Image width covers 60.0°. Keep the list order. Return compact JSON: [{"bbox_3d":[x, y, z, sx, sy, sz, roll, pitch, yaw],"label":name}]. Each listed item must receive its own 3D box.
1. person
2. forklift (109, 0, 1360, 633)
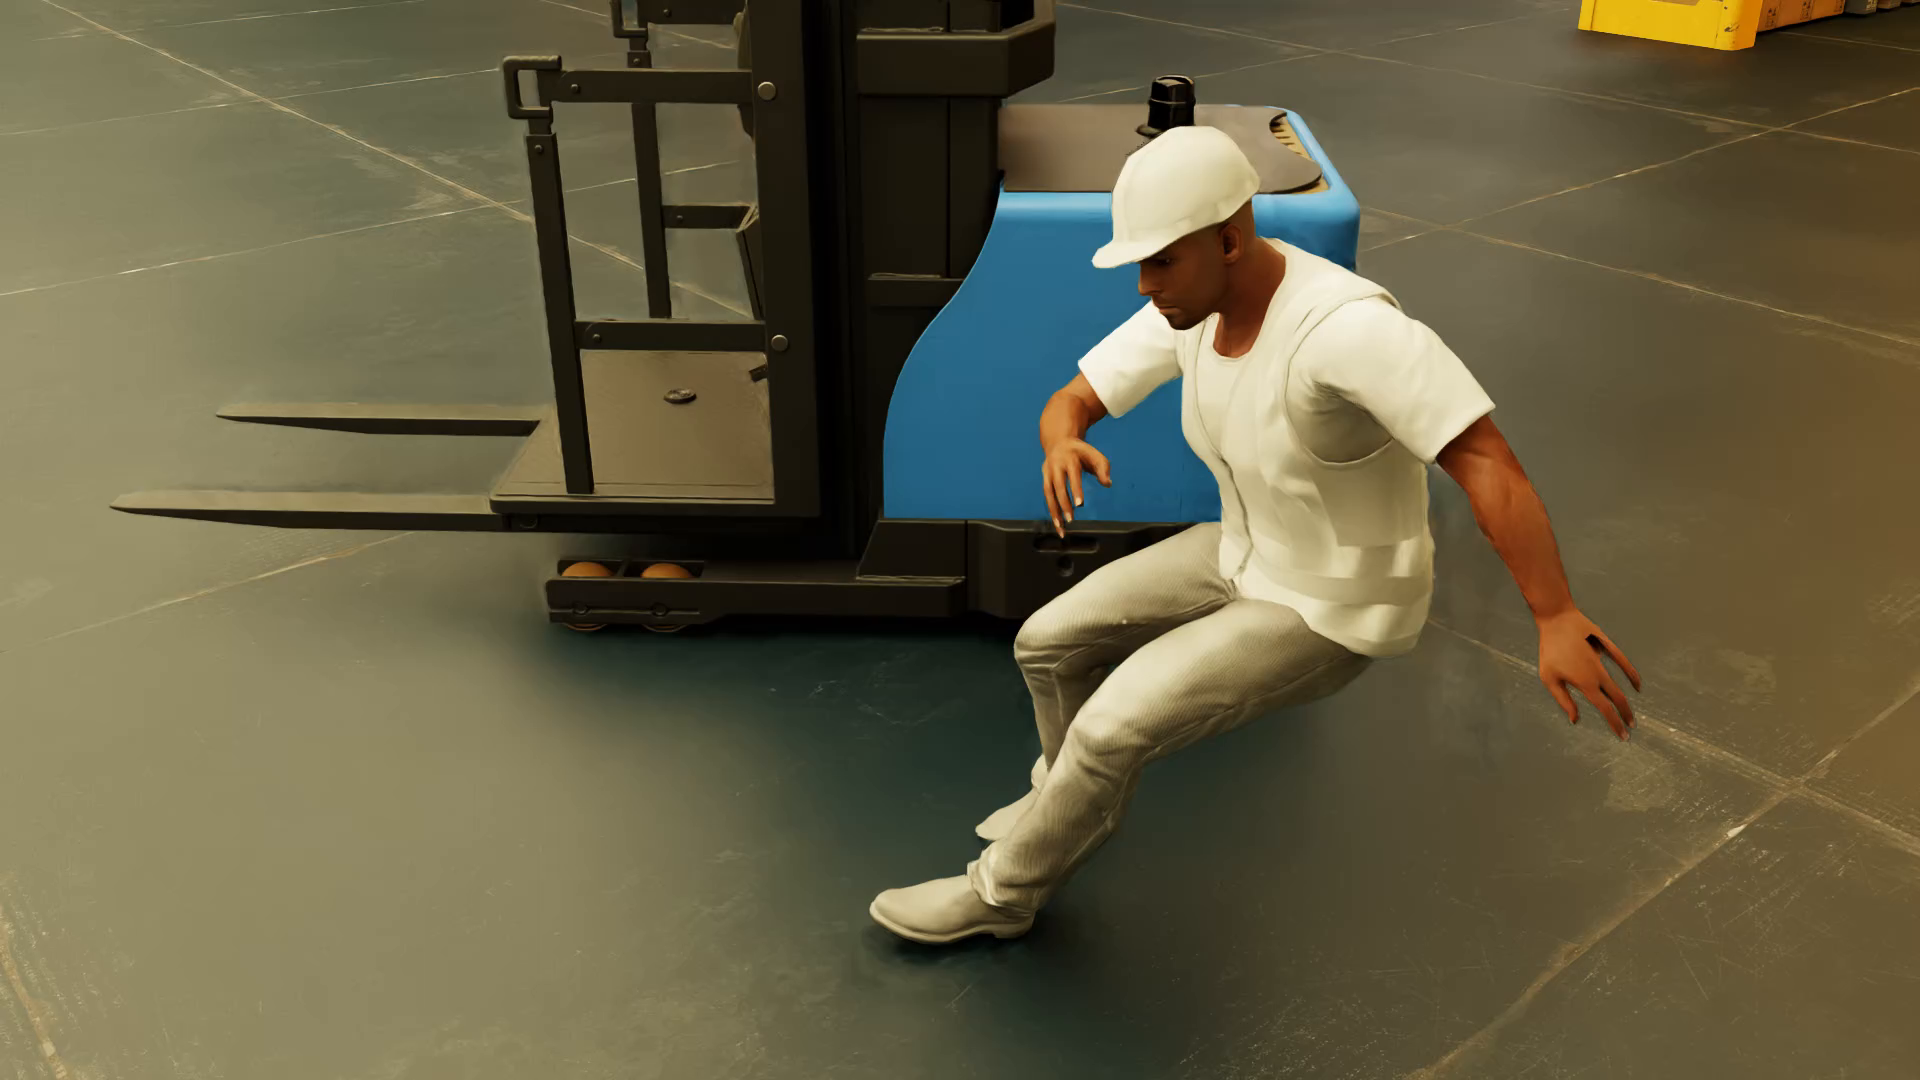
[{"bbox_3d":[0.365,0.127,2.673,0.960,1.487,1.050,-9,28,-17],"label":"person"},{"bbox_3d":[-0.611,-1.320,3.864,3.031,2.935,1.130,1,26,2],"label":"forklift"}]
